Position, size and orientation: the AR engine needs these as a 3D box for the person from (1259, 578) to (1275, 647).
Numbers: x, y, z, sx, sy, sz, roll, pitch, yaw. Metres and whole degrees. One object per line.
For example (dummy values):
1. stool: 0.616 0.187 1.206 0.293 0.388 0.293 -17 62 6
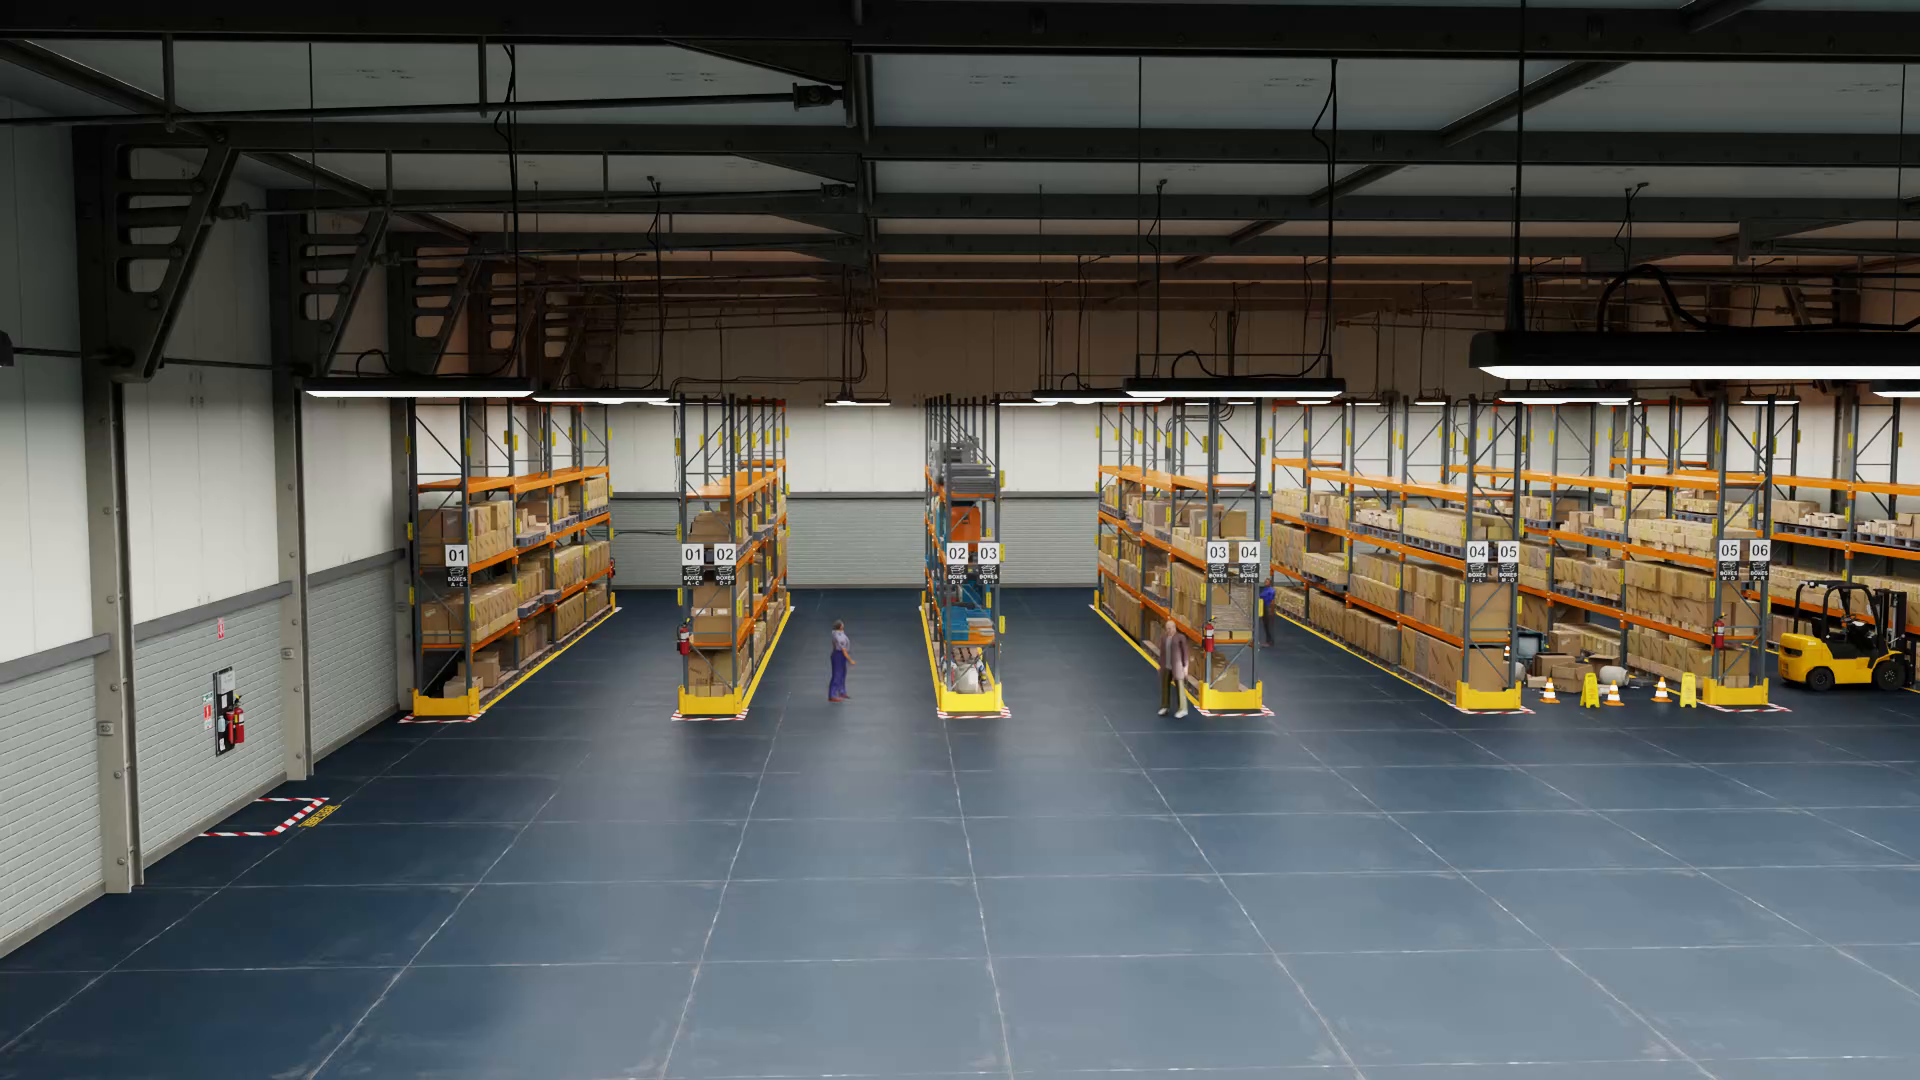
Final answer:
1. person: 7.387 1.788 40.008 0.326 1.553 0.480 -1 5 -13

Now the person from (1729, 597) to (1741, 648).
1. person: 16.948 2.020 36.427 0.398 1.673 0.510 3 5 31

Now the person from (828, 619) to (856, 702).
1. person: -2.329 2.357 32.556 0.548 1.662 0.668 -1 5 -8

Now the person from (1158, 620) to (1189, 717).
1. person: 3.924 2.380 30.986 0.638 1.775 0.429 4 6 43
